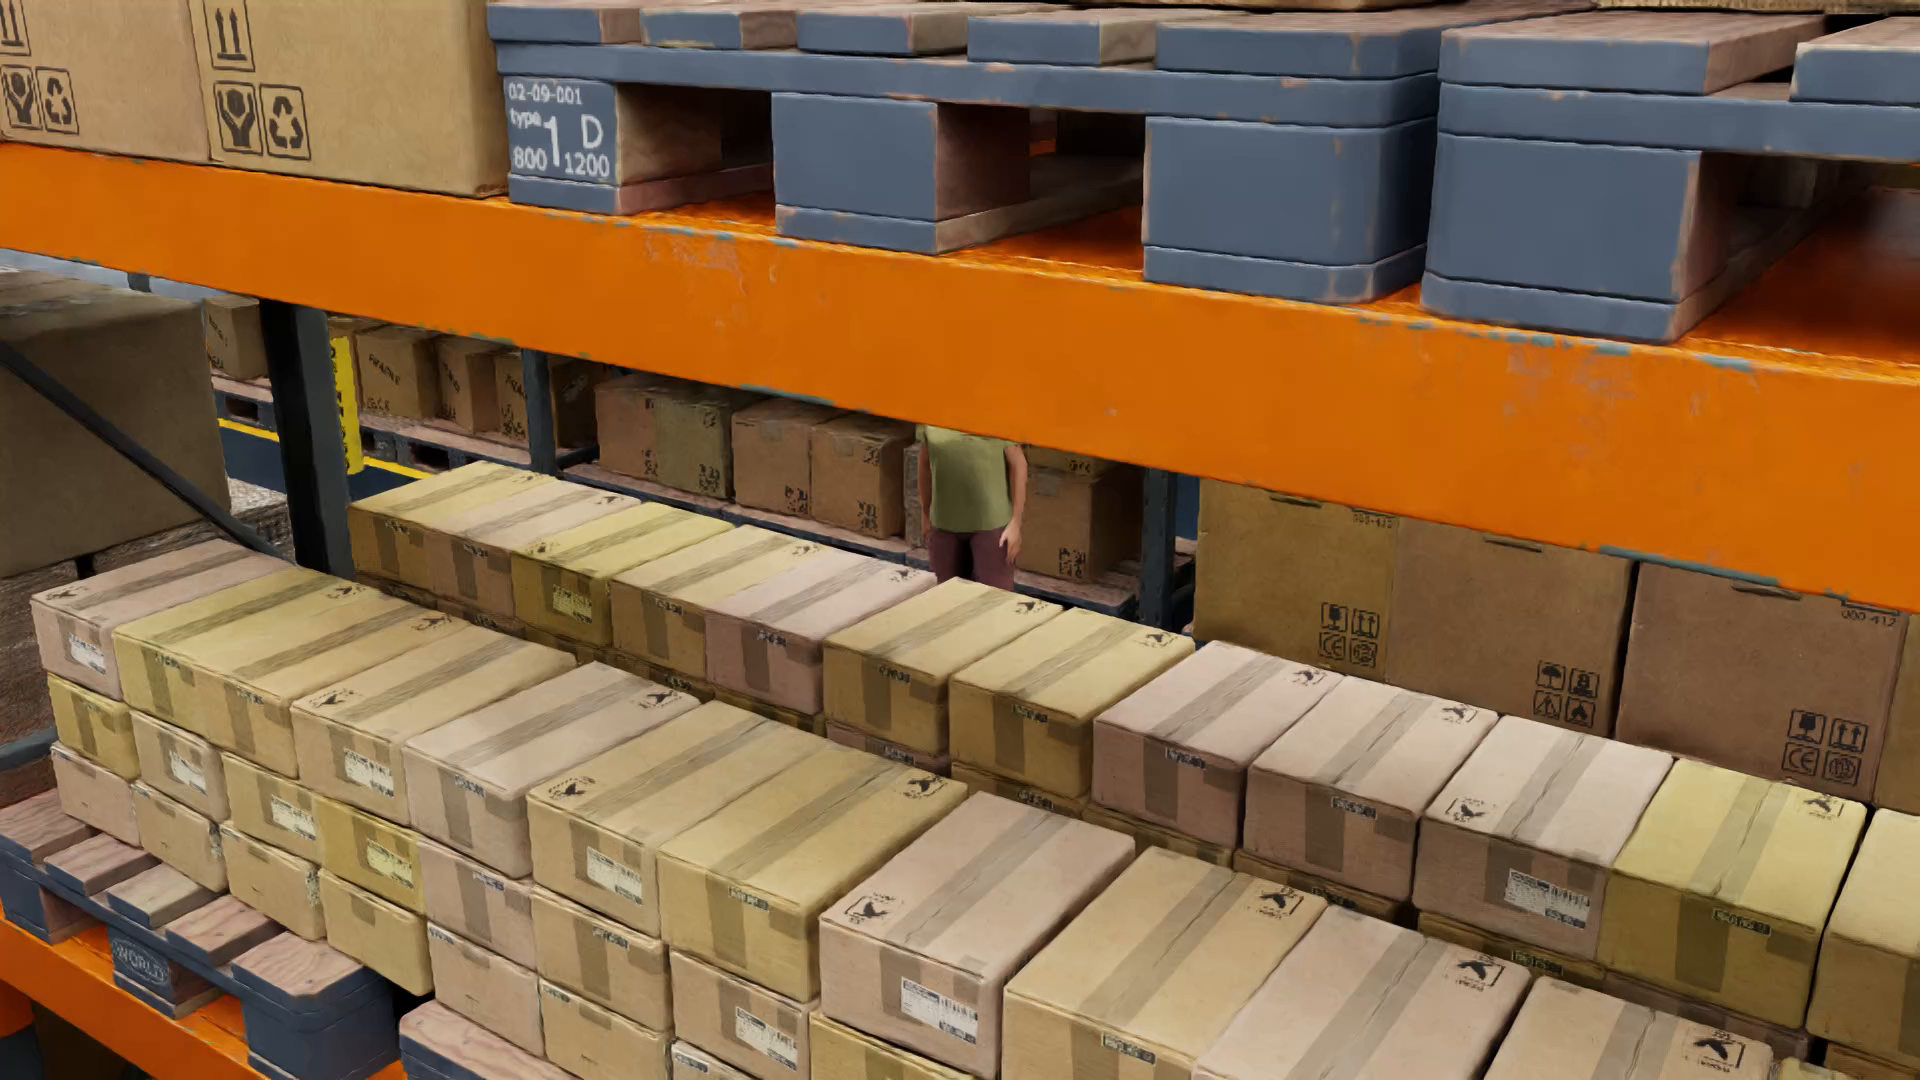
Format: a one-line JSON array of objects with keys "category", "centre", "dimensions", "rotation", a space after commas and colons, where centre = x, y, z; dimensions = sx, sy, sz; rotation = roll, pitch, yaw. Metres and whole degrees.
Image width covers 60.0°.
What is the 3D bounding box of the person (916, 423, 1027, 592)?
[{"category": "person", "centre": [0.025, -0.046, 6.640], "dimensions": [0.488, 1.676, 0.363], "rotation": [8, 22, 22]}]
